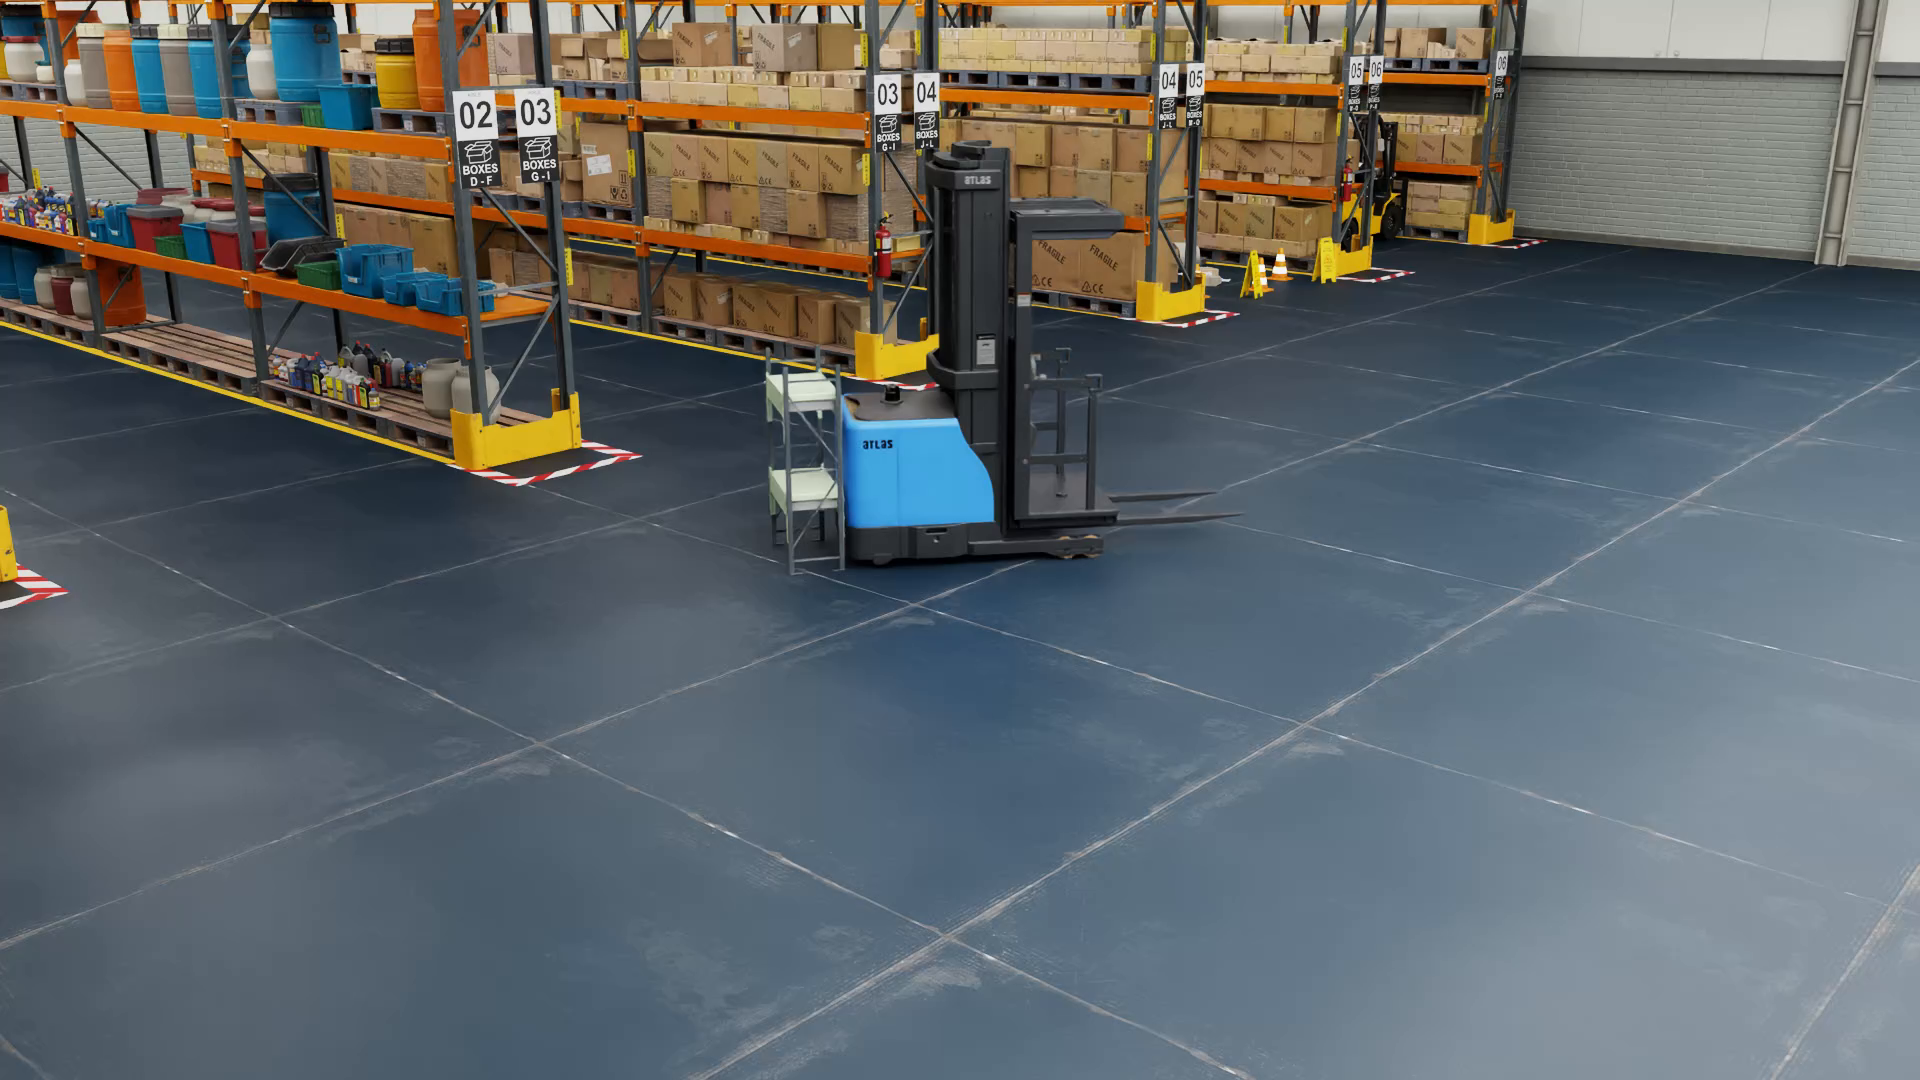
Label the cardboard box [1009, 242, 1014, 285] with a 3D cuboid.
[{"bbox_3d":[0.875,-4.082,23.334,0.875,0.875,0.875,15,23,40],"label":"cardboard box"}]

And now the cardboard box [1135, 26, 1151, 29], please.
[{"bbox_3d":[3.665,-9.809,32.577,0.500,0.500,0.500,15,23,40],"label":"cardboard box"}]

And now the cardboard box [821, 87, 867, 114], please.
[{"bbox_3d":[-1.131,-4.710,17.782,0.500,0.250,0.500,16,23,40],"label":"cardboard box"}]

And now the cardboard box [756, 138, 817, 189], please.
[{"bbox_3d":[-1.927,-4.233,18.680,0.500,0.500,0.500,15,23,39],"label":"cardboard box"}]

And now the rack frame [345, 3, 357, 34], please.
[{"bbox_3d":[-9.577,-8.581,24.773,0.127,3.000,1.000,15,23,39],"label":"rack frame"}]

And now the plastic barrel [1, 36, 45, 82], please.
[{"bbox_3d":[-11.299,-5.814,20.096,0.433,0.535,0.433,0,18,0],"label":"plastic barrel"}]

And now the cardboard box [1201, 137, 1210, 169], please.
[{"bbox_3d":[3.886,-6.196,26.519,0.500,0.500,0.500,15,23,39],"label":"cardboard box"}]

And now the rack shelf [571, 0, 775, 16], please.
[{"bbox_3d":[-4.713,-8.748,27.149,4.000,0.370,1.077,15,23,39],"label":"rack shelf"}]

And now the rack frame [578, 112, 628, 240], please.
[{"bbox_3d":[-6.209,-6.823,29.153,0.127,3.000,1.000,15,23,39],"label":"rack frame"}]

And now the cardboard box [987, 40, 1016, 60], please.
[{"bbox_3d":[0.710,-6.601,22.391,0.500,0.250,0.500,15,23,39],"label":"cardboard box"}]

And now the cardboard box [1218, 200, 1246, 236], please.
[{"bbox_3d":[4.438,-5.110,26.366,0.500,0.500,0.500,14,23,38],"label":"cardboard box"}]

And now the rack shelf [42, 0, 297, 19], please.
[{"bbox_3d":[-8.377,-5.722,17.616,4.000,0.370,1.077,15,23,39],"label":"rack shelf"}]

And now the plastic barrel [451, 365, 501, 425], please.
[{"bbox_3d":[-4.432,-1.321,15.233,0.421,0.512,0.421,0,18,0],"label":"plastic barrel"}]

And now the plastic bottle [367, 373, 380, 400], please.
[{"bbox_3d":[-5.654,-1.457,16.007,0.133,0.283,0.061,15,23,39],"label":"plastic bottle"}]

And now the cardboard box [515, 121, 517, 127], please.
[{"bbox_3d":[-7.888,-7.359,30.185,0.500,0.500,0.500,14,23,38],"label":"cardboard box"}]

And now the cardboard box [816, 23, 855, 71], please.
[{"bbox_3d":[-1.533,-5.529,18.631,0.500,0.500,0.500,15,23,39],"label":"cardboard box"}]

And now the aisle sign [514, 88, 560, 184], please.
[{"bbox_3d":[-3.641,-3.482,14.328,0.004,0.787,0.394,15,23,39],"label":"aisle sign"}]

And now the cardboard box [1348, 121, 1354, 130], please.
[{"bbox_3d":[7.079,-7.497,30.039,0.250,0.149,0.380,15,23,39],"label":"cardboard box"}]

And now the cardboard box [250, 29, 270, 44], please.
[{"bbox_3d":[-10.602,-7.699,25.929,0.500,0.500,0.700,17,24,42],"label":"cardboard box"}]

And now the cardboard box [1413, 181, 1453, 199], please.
[{"bbox_3d":[8.331,-6.167,29.284,0.500,0.250,0.500,16,23,40],"label":"cardboard box"}]

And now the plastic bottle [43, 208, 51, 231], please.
[{"bbox_3d":[-10.997,-3.873,20.069,0.097,0.271,0.097,0,18,0],"label":"plastic bottle"}]

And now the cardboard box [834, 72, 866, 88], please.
[{"bbox_3d":[-1.133,-4.924,17.799,0.250,0.149,0.380,14,22,38],"label":"cardboard box"}]

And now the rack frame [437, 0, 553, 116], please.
[{"bbox_3d":[-3.889,-5.051,13.650,0.127,3.000,1.000,15,23,39],"label":"rack frame"}]

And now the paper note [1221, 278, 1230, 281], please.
[{"bbox_3d":[3.948,-3.878,24.782,0.142,0.019,0.148,7,19,21],"label":"paper note"}]

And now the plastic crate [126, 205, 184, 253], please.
[{"bbox_3d":[-8.867,-3.434,18.369,0.583,0.464,0.402,15,23,39],"label":"plastic crate"}]

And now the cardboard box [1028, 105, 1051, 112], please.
[{"bbox_3d":[1.404,-7.595,29.159,0.250,0.149,0.380,14,22,37],"label":"cardboard box"}]

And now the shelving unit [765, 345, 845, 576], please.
[{"bbox_3d":[-1.119,-0.587,11.981,0.431,1.500,0.755,-5,18,-15],"label":"shelving unit"}]

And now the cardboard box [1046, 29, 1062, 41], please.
[{"bbox_3d":[1.338,-6.598,21.722,0.250,0.149,0.380,15,23,38],"label":"cardboard box"}]

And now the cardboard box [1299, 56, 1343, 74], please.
[{"bbox_3d":[5.415,-7.096,24.809,0.500,0.250,0.500,15,23,39],"label":"cardboard box"}]

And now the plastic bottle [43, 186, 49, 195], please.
[{"bbox_3d":[-11.960,-4.467,21.809,0.185,0.351,0.144,15,23,39],"label":"plastic bottle"}]

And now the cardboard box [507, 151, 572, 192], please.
[{"bbox_3d":[-5.671,-4.977,22.477,0.700,0.500,0.500,-14,22,-38],"label":"cardboard box"}]

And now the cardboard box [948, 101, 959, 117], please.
[{"bbox_3d":[-0.214,-7.839,30.535,0.500,0.500,0.500,14,22,37],"label":"cardboard box"}]

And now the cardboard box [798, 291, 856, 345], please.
[{"bbox_3d":[-1.528,-2.562,19.164,0.500,0.500,0.500,-11,21,-31],"label":"cardboard box"}]

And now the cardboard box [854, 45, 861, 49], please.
[{"bbox_3d":[-1.683,-7.154,24.525,0.500,0.311,0.500,14,22,37],"label":"cardboard box"}]

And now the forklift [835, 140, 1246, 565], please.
[{"bbox_3d":[0.607,-1.410,12.210,3.031,2.935,1.130,-3,18,-9],"label":"forklift"}]

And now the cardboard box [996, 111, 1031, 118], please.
[{"bbox_3d":[0.972,-7.199,28.986,0.500,0.500,0.500,16,23,40],"label":"cardboard box"}]

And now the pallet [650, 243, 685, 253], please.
[{"bbox_3d":[-4.709,-5.093,28.312,1.213,0.211,1.003,15,23,39],"label":"pallet"}]

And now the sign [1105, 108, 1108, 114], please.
[{"bbox_3d":[2.931,-8.674,33.200,0.005,0.325,0.100,15,23,39],"label":"sign"}]

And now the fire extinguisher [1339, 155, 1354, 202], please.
[{"bbox_3d":[5.756,-5.390,24.765,0.183,0.674,0.296,15,23,39],"label":"fire extinguisher"}]

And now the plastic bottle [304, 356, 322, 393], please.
[{"bbox_3d":[-6.412,-1.648,16.497,0.185,0.351,0.144,14,22,37],"label":"plastic bottle"}]

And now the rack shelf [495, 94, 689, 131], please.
[{"bbox_3d":[-5.089,-5.604,21.540,4.000,0.370,1.077,15,23,39],"label":"rack shelf"}]

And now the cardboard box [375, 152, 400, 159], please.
[{"bbox_3d":[-8.113,-5.859,24.291,0.637,0.503,0.797,16,24,41],"label":"cardboard box"}]

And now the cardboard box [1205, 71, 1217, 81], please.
[{"bbox_3d":[3.961,-7.270,26.018,0.250,0.149,0.380,14,23,38],"label":"cardboard box"}]

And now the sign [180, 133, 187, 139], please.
[{"bbox_3d":[-12.942,-6.851,27.677,0.005,0.325,0.100,15,23,39],"label":"sign"}]

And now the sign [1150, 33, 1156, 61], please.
[{"bbox_3d":[2.396,-6.108,20.607,0.005,0.325,0.100,15,23,39],"label":"sign"}]

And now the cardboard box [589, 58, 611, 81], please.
[{"bbox_3d":[-4.363,-5.847,20.646,0.258,0.266,0.396,16,24,41],"label":"cardboard box"}]

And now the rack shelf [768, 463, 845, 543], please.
[{"bbox_3d":[-1.119,-0.276,12.080,0.431,0.370,0.720,-5,18,-15],"label":"rack shelf"}]

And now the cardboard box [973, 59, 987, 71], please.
[{"bbox_3d":[0.389,-6.472,22.645,0.250,0.149,0.380,15,23,38],"label":"cardboard box"}]

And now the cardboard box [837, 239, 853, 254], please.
[{"bbox_3d":[-1.139,-3.253,18.319,0.250,0.149,0.380,15,23,39],"label":"cardboard box"}]

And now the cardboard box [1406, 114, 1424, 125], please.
[{"bbox_3d":[8.036,-7.384,29.189,0.250,0.149,0.380,16,23,41],"label":"cardboard box"}]

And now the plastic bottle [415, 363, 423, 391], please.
[{"bbox_3d":[-5.370,-1.624,16.553,0.097,0.271,0.097,0,18,0],"label":"plastic bottle"}]
